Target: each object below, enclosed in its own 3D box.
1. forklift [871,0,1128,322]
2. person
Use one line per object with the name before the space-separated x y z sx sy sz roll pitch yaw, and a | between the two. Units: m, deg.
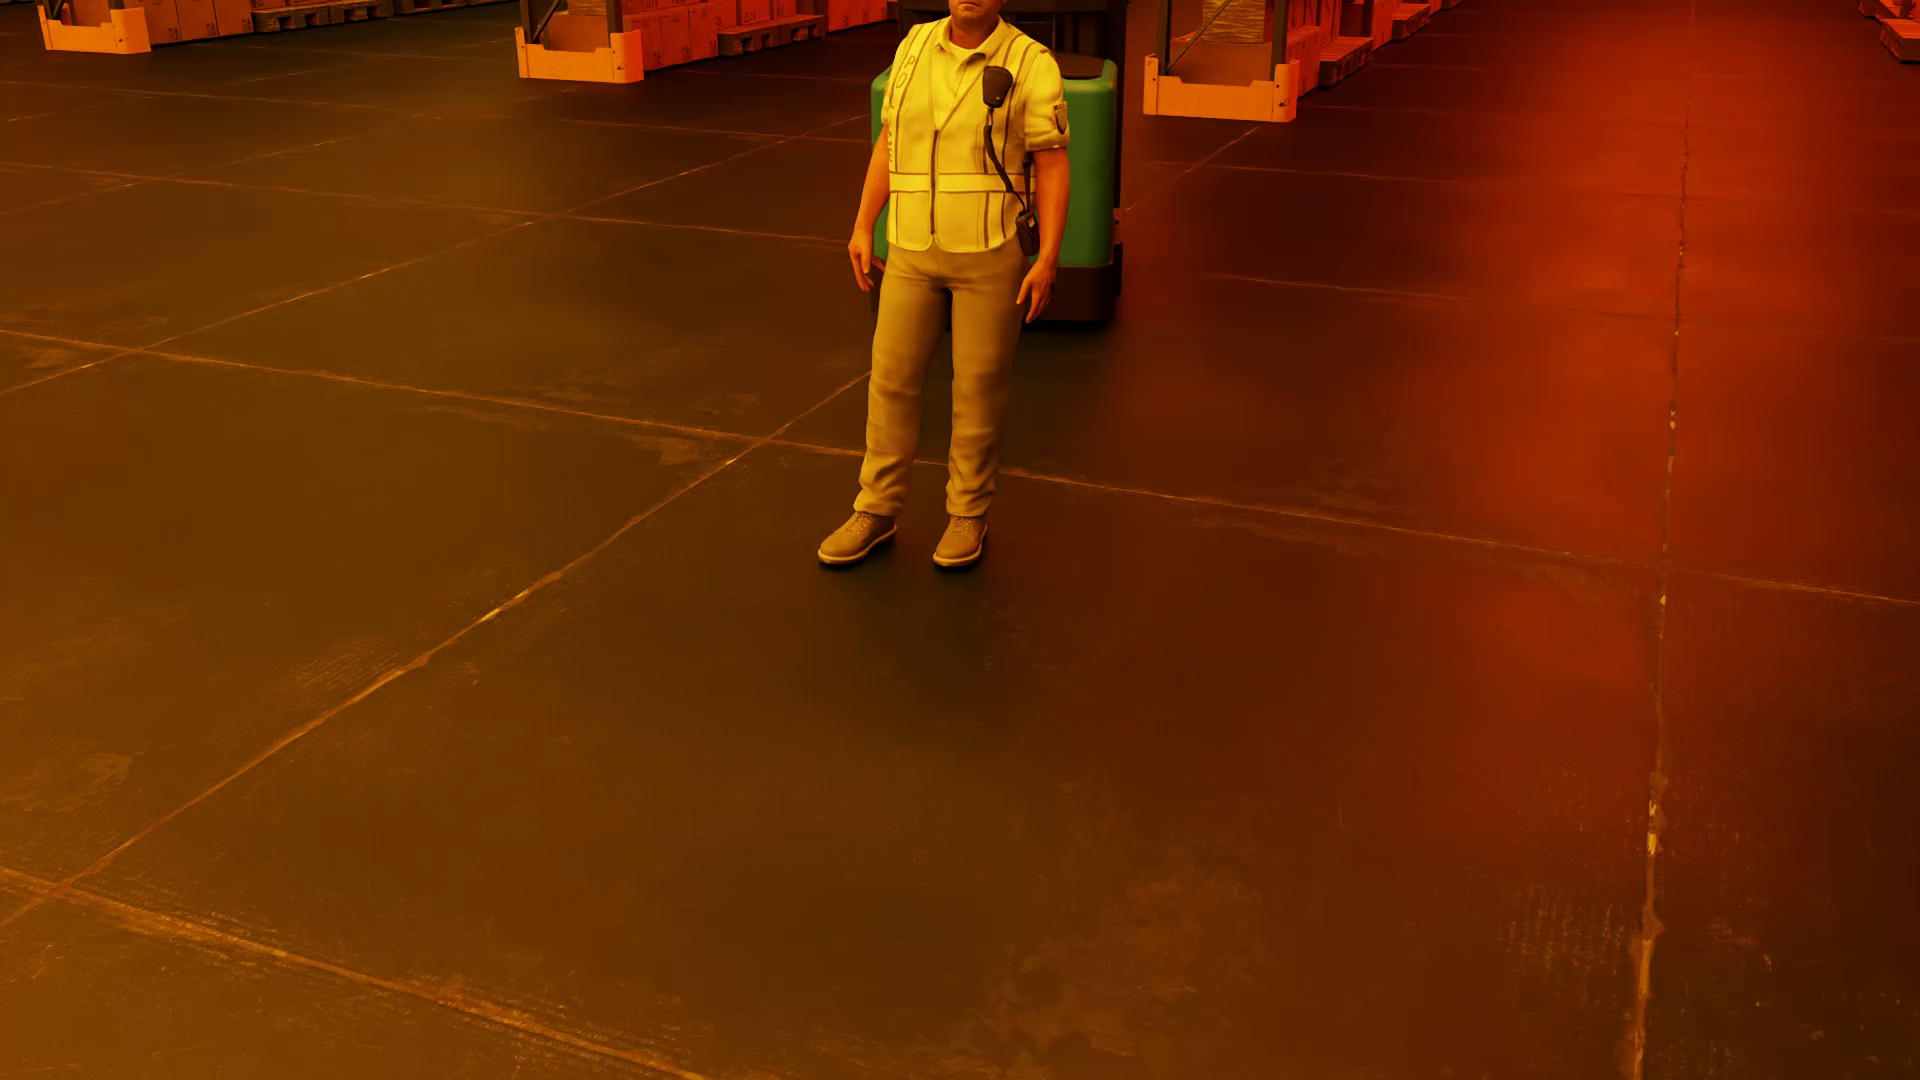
forklift | 0.273 -2.822 8.044 1.130 2.935 3.031 2 23 5
person | -0.040 -0.803 4.684 0.641 1.780 0.574 9 24 21
